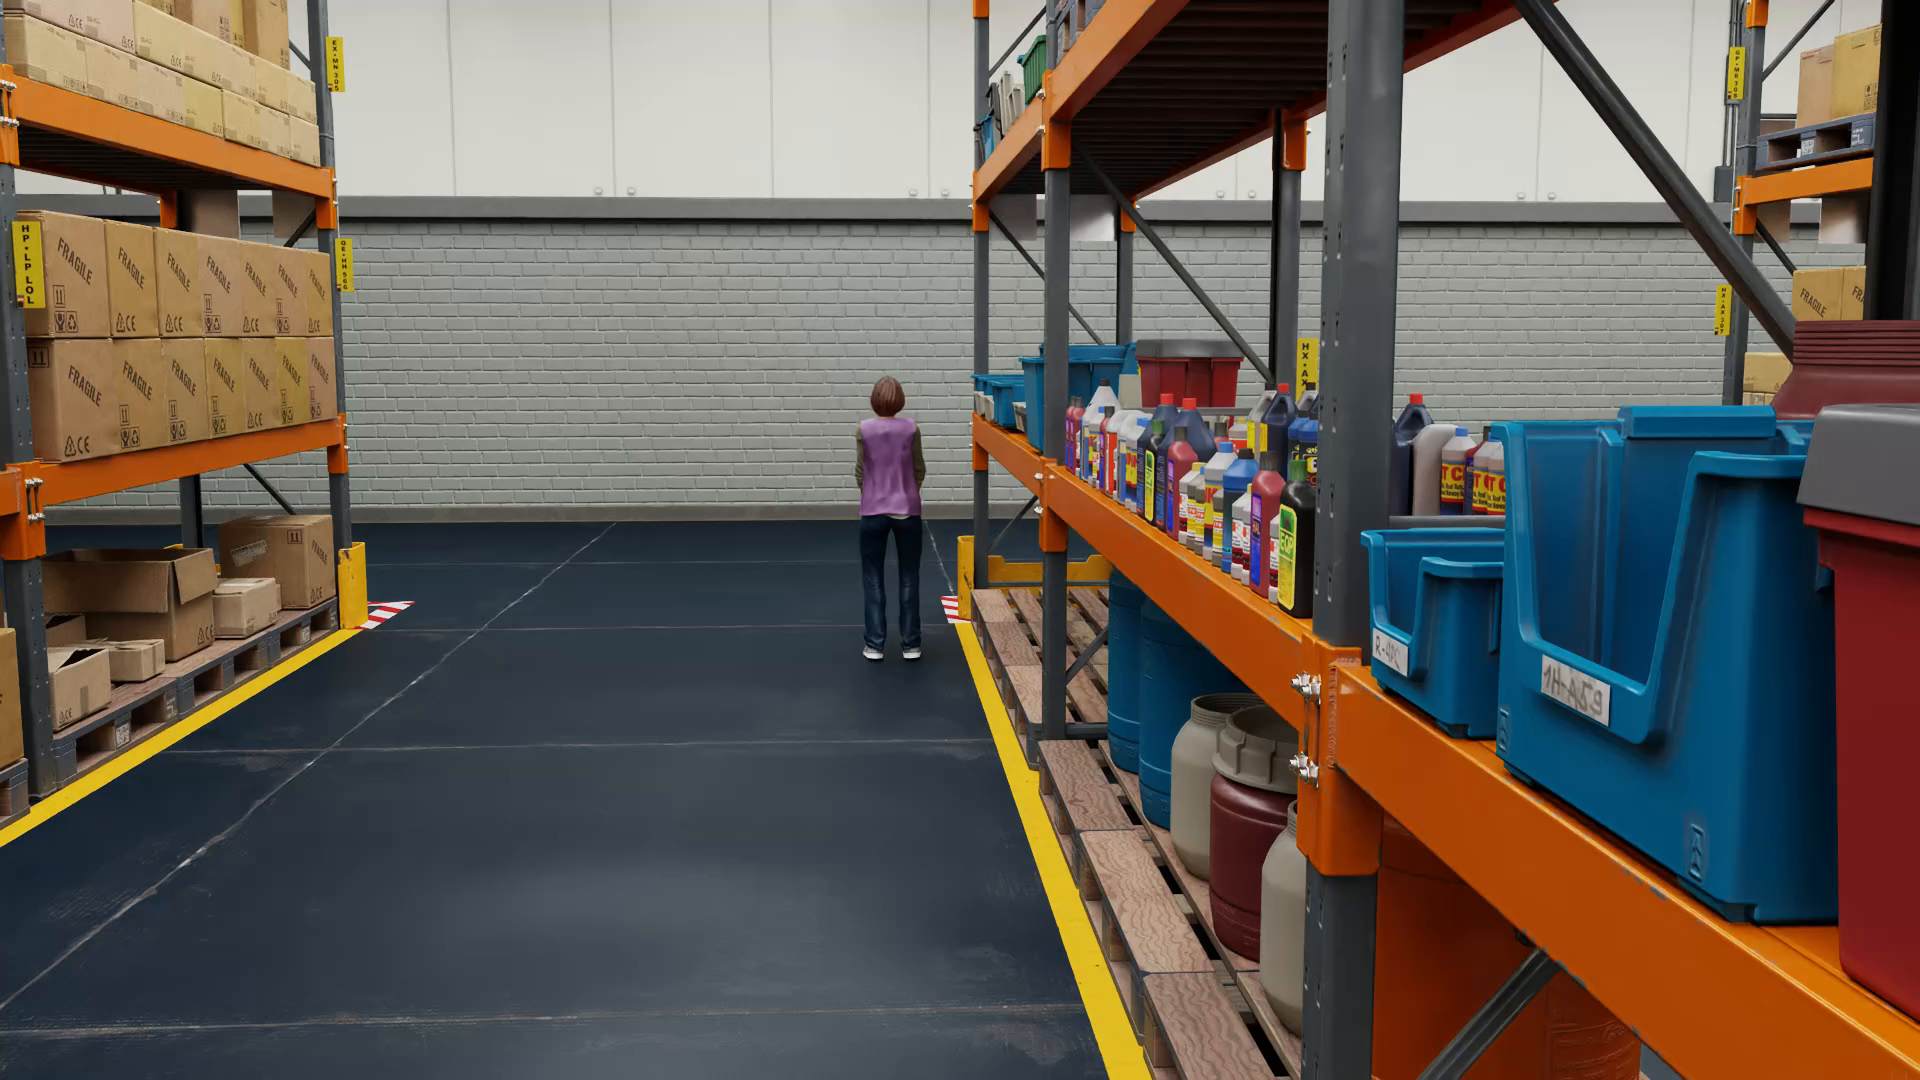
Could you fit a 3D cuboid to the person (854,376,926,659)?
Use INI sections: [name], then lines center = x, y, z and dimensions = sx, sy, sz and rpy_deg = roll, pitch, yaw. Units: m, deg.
[person]
center = -0.392, -0.131, 9.379
dimensions = 0.405, 1.593, 0.489
rpy_deg = 0, 7, -3
